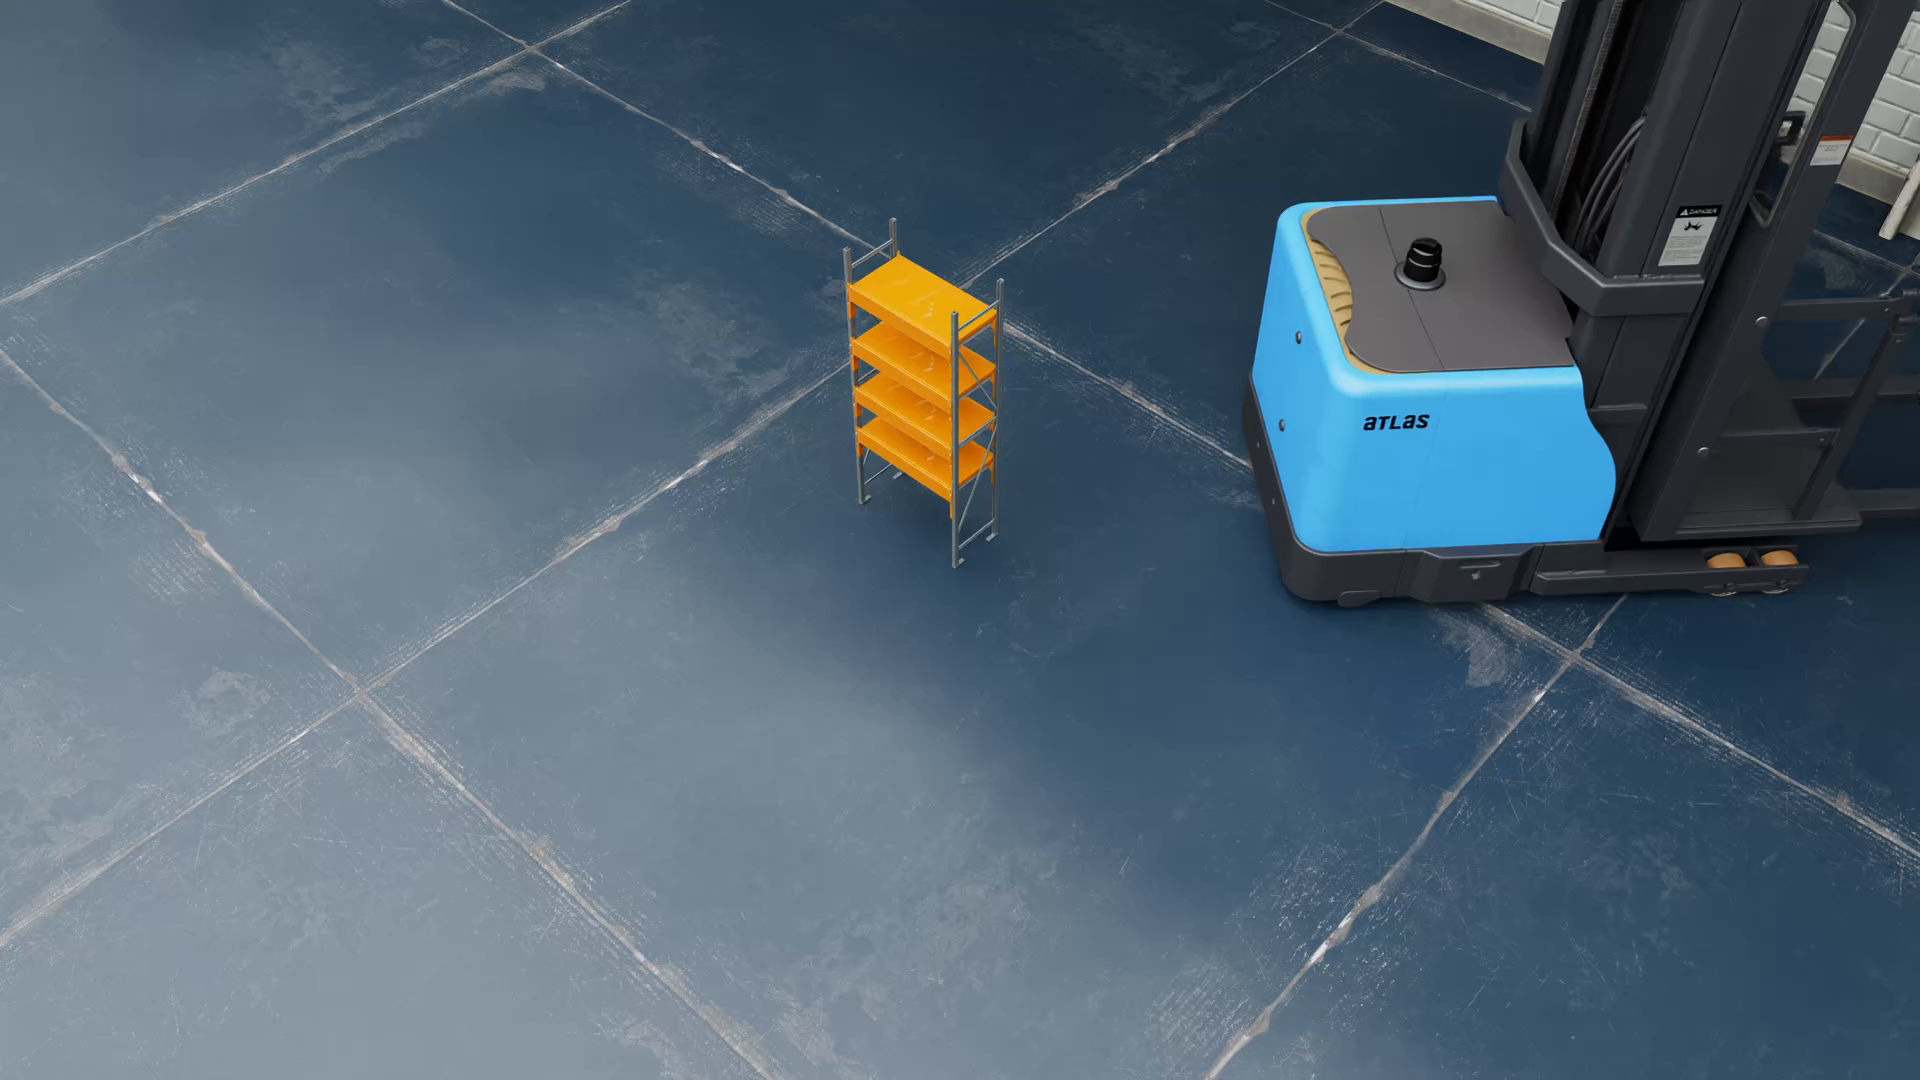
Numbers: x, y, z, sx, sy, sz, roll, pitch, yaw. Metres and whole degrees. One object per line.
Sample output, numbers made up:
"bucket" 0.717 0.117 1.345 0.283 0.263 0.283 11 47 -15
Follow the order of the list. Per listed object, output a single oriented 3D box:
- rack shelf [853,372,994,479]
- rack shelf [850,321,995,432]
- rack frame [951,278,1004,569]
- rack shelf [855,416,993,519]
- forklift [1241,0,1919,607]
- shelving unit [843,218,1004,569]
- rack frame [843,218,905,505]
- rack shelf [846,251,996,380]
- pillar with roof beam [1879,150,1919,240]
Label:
"rack shelf" -0.122 -0.446 5.938 0.480 0.148 0.258 34 55 28
"rack shelf" -0.122 -0.600 5.775 0.480 0.148 0.258 34 55 28
"rack frame" 0.058 -0.372 5.776 0.015 1.200 0.240 34 55 28
"rack shelf" -0.122 -0.311 6.083 0.480 0.148 0.258 34 55 28
"forklift" 2.652 -1.184 5.351 3.031 2.935 1.130 -3 47 -3
"shelving unit" -0.122 -0.493 5.889 0.503 1.200 0.258 34 55 28
"rack frame" -0.301 -0.613 6.003 0.015 1.200 0.240 34 55 28
"rack shelf" -0.122 -0.762 5.603 0.480 0.148 0.258 34 55 28
"pillar with roof beam" 1.498 -2.143 2.090 0.400 9.000 9.100 34 55 28
